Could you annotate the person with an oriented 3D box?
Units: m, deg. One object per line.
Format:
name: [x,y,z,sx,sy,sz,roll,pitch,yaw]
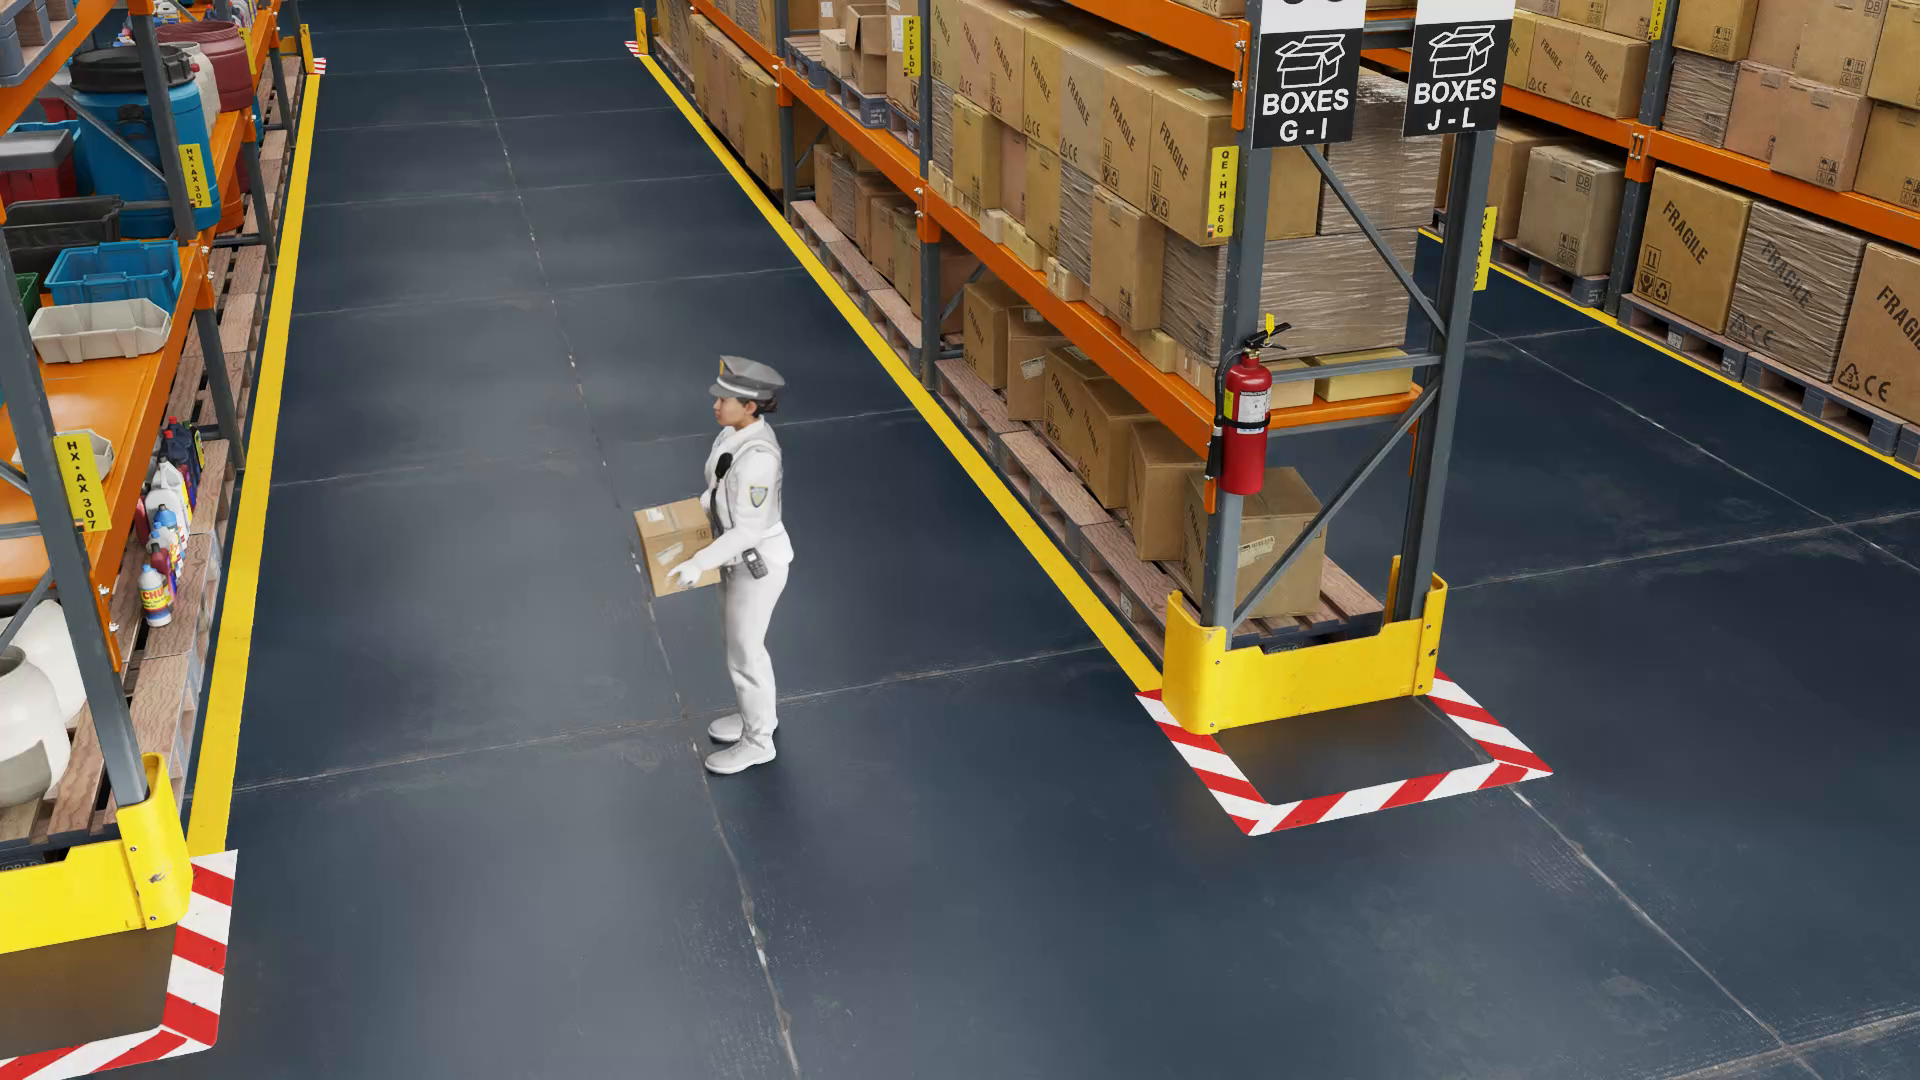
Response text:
person: [-0.848,0.104,6.393,0.411,1.671,0.509,-9,28,-17]
